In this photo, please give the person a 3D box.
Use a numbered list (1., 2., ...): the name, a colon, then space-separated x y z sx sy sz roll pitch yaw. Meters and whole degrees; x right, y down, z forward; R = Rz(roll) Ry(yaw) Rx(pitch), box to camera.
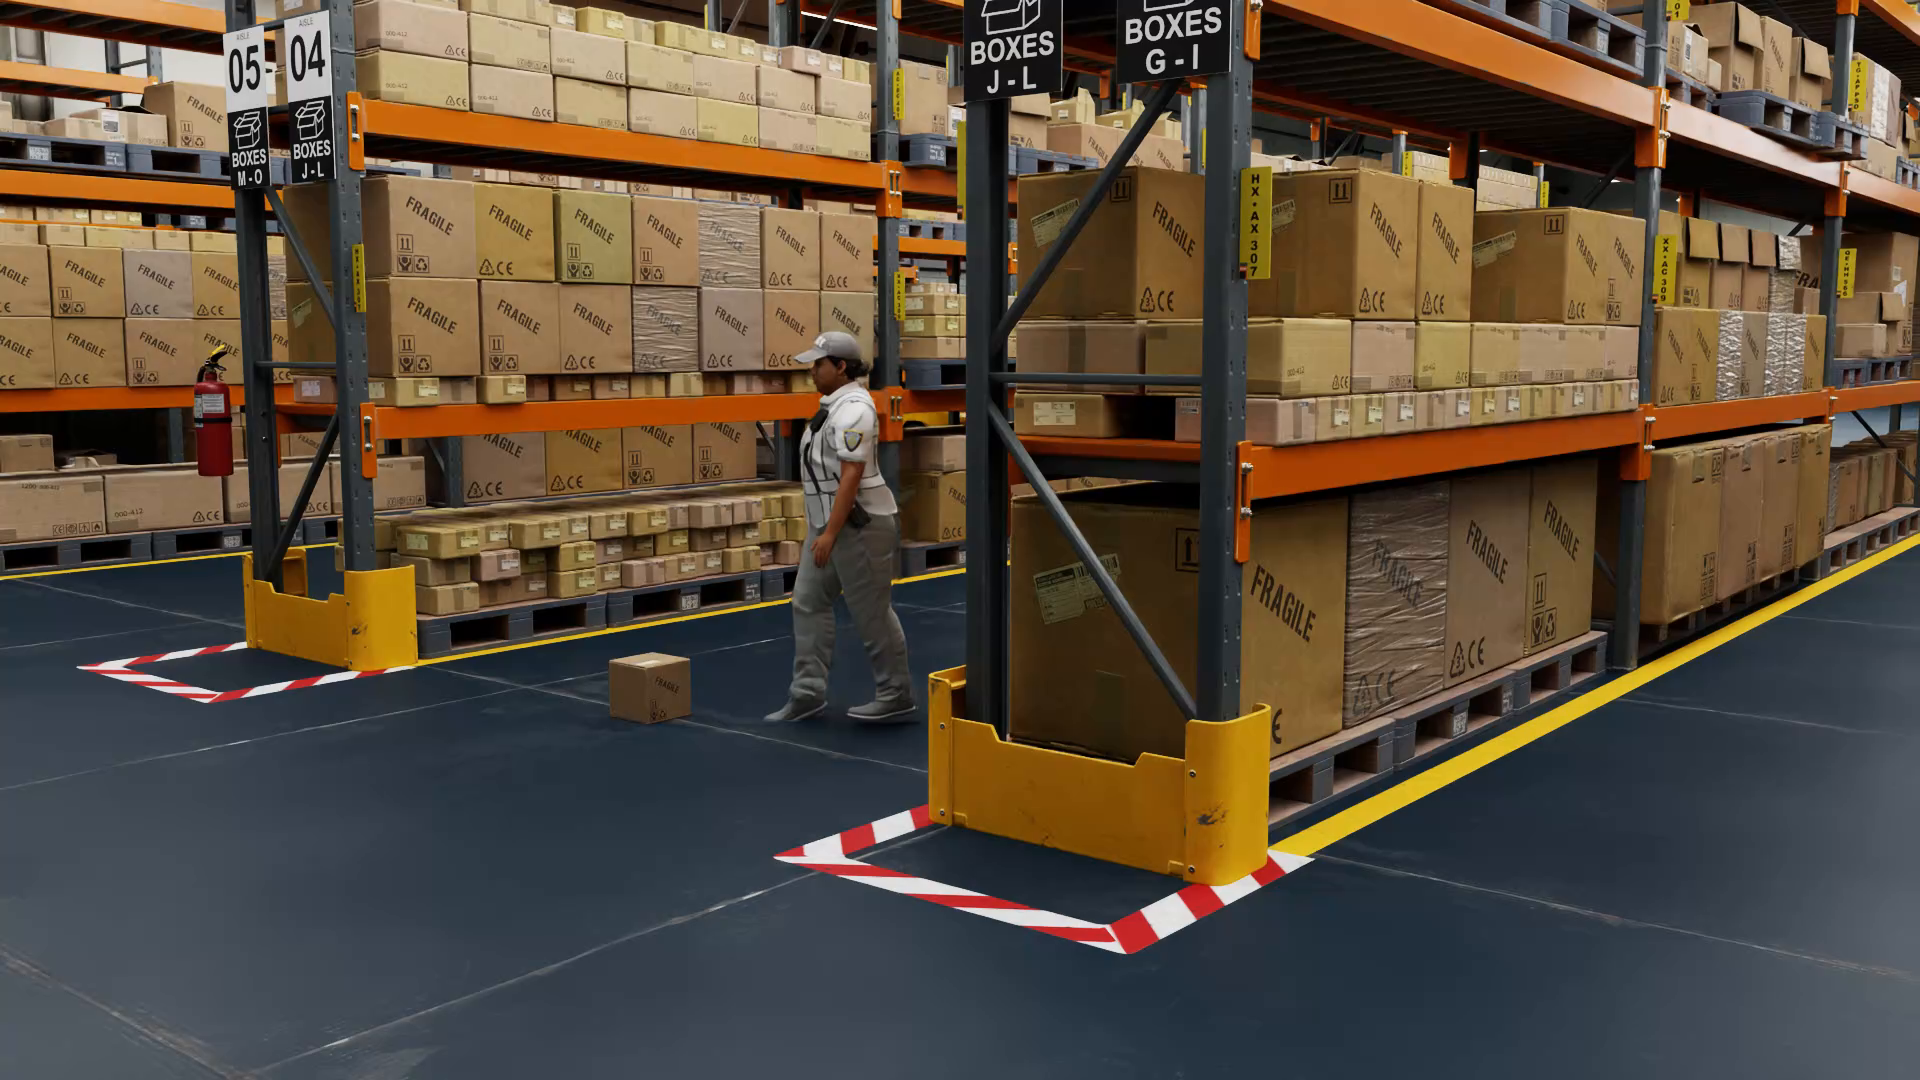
1. person: -0.502 -0.022 7.010 0.613 1.707 0.503 -2 7 -19
